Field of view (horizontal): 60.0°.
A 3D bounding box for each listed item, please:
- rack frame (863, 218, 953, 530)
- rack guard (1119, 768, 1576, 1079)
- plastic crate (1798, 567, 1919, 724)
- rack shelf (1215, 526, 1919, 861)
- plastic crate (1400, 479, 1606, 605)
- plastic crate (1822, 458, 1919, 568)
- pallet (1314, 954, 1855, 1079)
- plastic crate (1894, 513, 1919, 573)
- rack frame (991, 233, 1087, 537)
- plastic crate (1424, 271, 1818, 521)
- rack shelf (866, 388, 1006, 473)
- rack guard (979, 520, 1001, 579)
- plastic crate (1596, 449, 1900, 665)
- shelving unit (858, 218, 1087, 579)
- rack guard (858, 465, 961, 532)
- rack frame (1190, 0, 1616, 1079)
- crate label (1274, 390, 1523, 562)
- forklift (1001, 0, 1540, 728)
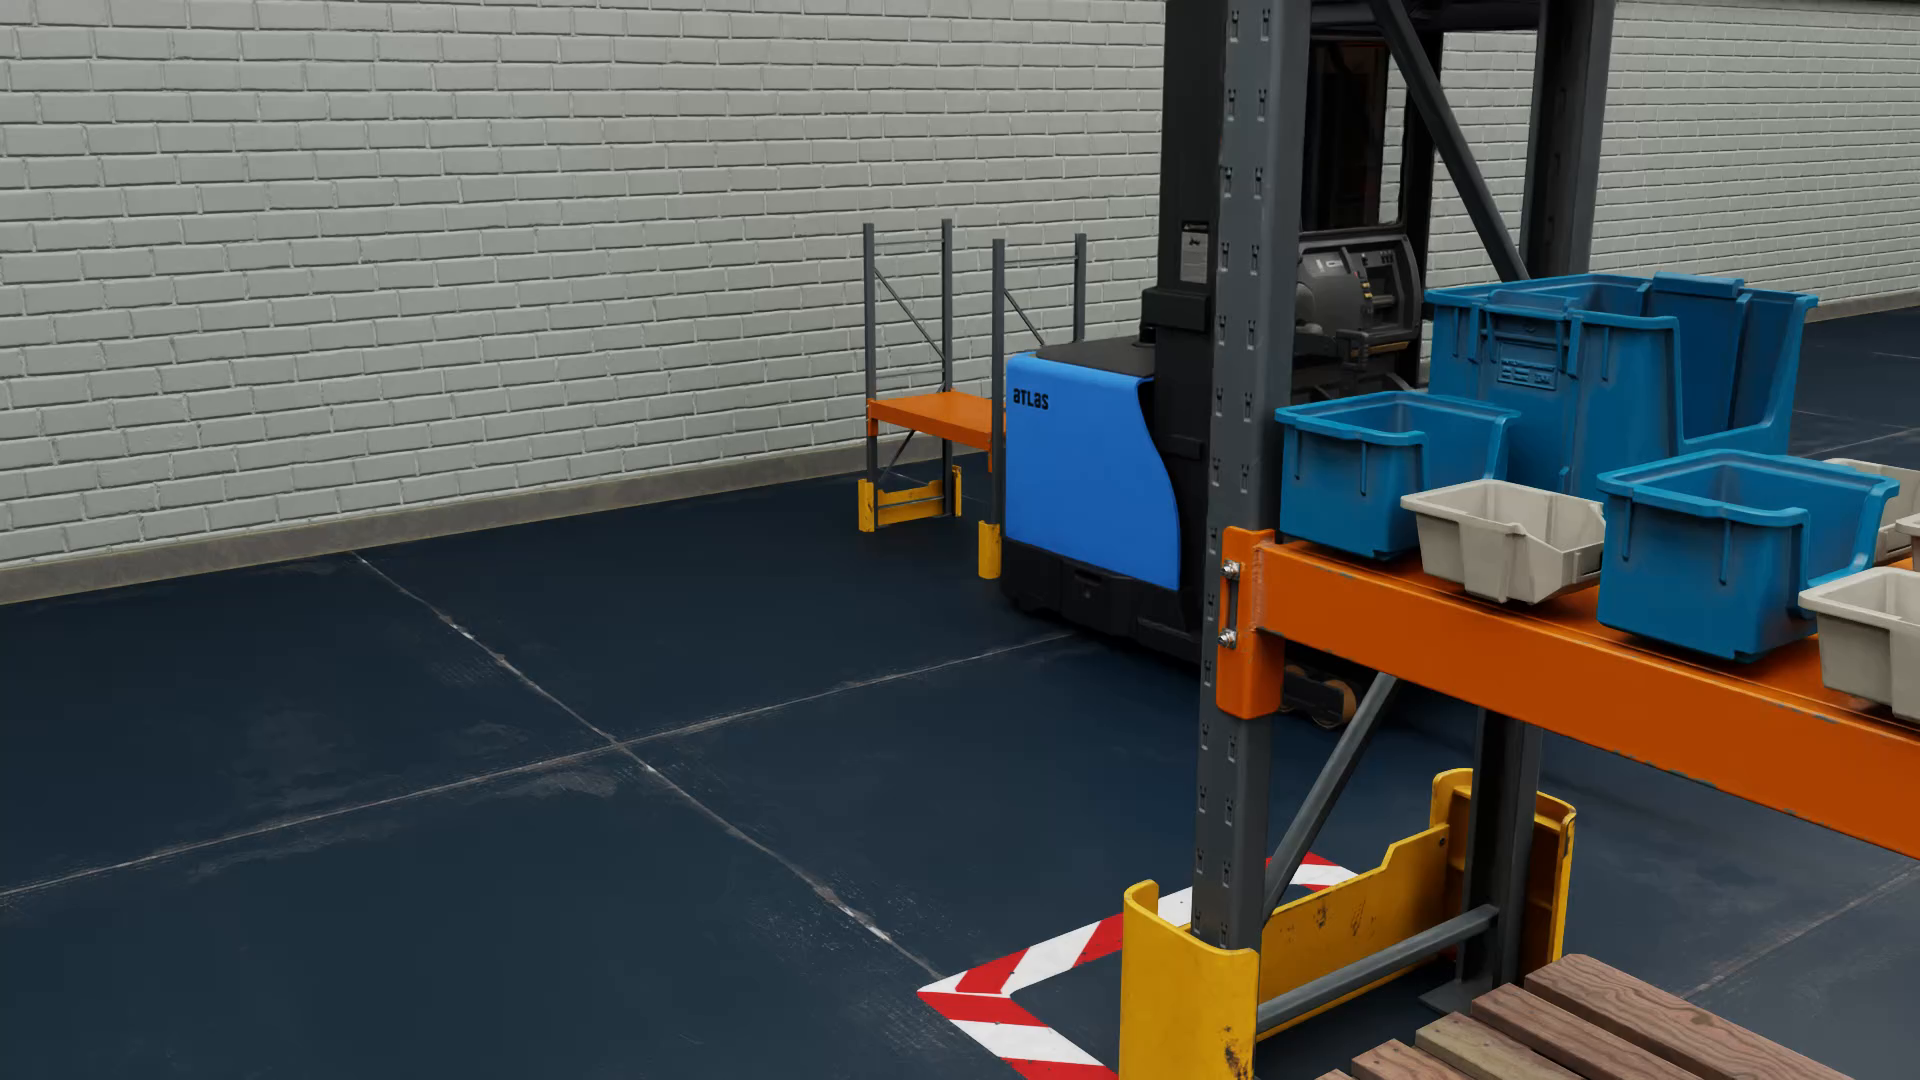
[{"bbox_3d":[-0.249,-0.814,8.208,0.500,1.500,0.032,-11,19,-35],"label":"rack frame"},{"bbox_3d":[0.890,0.927,3.743,1.175,0.500,0.348,-11,19,-35],"label":"rack guard"},{"bbox_3d":[1.314,0.152,2.223,0.250,0.136,0.298,-11,19,-35],"label":"plastic crate"},{"bbox_3d":[2.090,0.498,1.937,1.077,0.370,4.000,-11,19,-35],"label":"rack shelf"},{"bbox_3d":[0.915,0.008,2.752,0.250,0.136,0.298,-11,19,-35],"label":"plastic crate"},{"bbox_3d":[1.540,-0.032,2.895,0.396,0.136,0.243,-11,19,-35],"label":"plastic crate"},{"bbox_3d":[1.368,1.251,3.105,1.003,0.211,1.213,-11,19,-35],"label":"pallet"},{"bbox_3d":[1.699,0.033,2.661,0.396,0.136,0.243,-11,19,-35],"label":"plastic crate"},{"bbox_3d":[0.349,-0.597,7.415,0.500,1.500,0.032,-11,19,-35],"label":"rack frame"},{"bbox_3d":[1.262,-0.279,3.234,0.616,0.435,0.499,-11,19,-35],"label":"plastic crate"},{"bbox_3d":[0.050,-0.532,7.859,0.538,0.185,1.000,-11,19,-35],"label":"rack shelf"},{"bbox_3d":[0.338,0.002,7.595,0.587,0.250,0.087,-11,19,-35],"label":"rack guard"},{"bbox_3d":[1.180,0.020,2.523,0.416,0.233,0.300,-11,19,-35],"label":"plastic crate"},{"bbox_3d":[0.045,-0.707,7.819,0.587,1.500,1.083,-11,19,-35],"label":"shelving unit"},{"bbox_3d":[-0.248,-0.211,8.372,0.587,0.250,0.087,-11,19,-35],"label":"rack guard"},{"bbox_3d":[0.914,-0.276,3.402,1.000,3.000,0.127,-11,19,-35],"label":"rack frame"},{"bbox_3d":[0.793,-0.120,3.037,0.416,0.233,0.303,-11,19,-35],"label":"crate label"},{"bbox_3d":[1.491,-0.915,5.868,1.130,2.935,3.031,-12,19,-37],"label":"forklift"}]
